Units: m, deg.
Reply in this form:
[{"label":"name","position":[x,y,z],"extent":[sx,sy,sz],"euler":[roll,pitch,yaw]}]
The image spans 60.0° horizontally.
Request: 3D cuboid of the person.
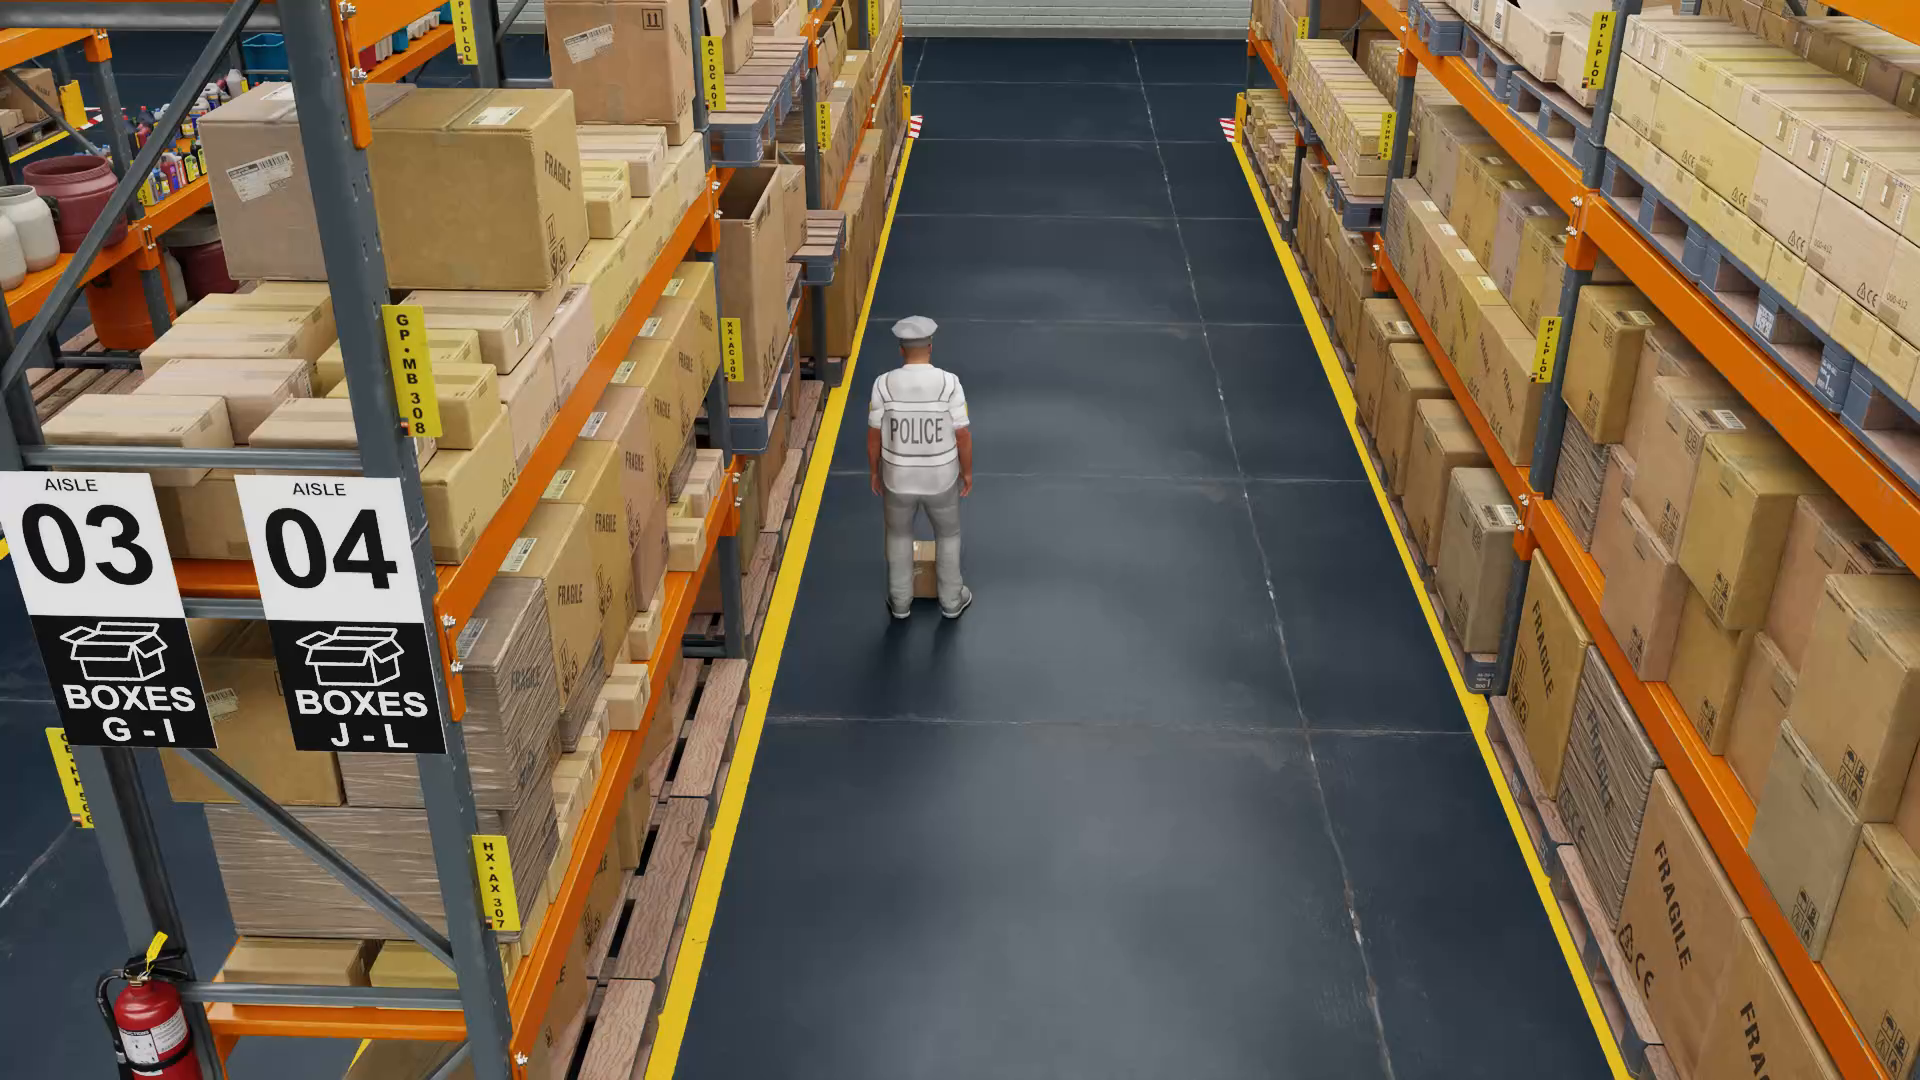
[{"label":"person","position":[-0.221,-0.362,9.300],"extent":[0.585,1.747,0.439],"euler":[1,28,2]}]
